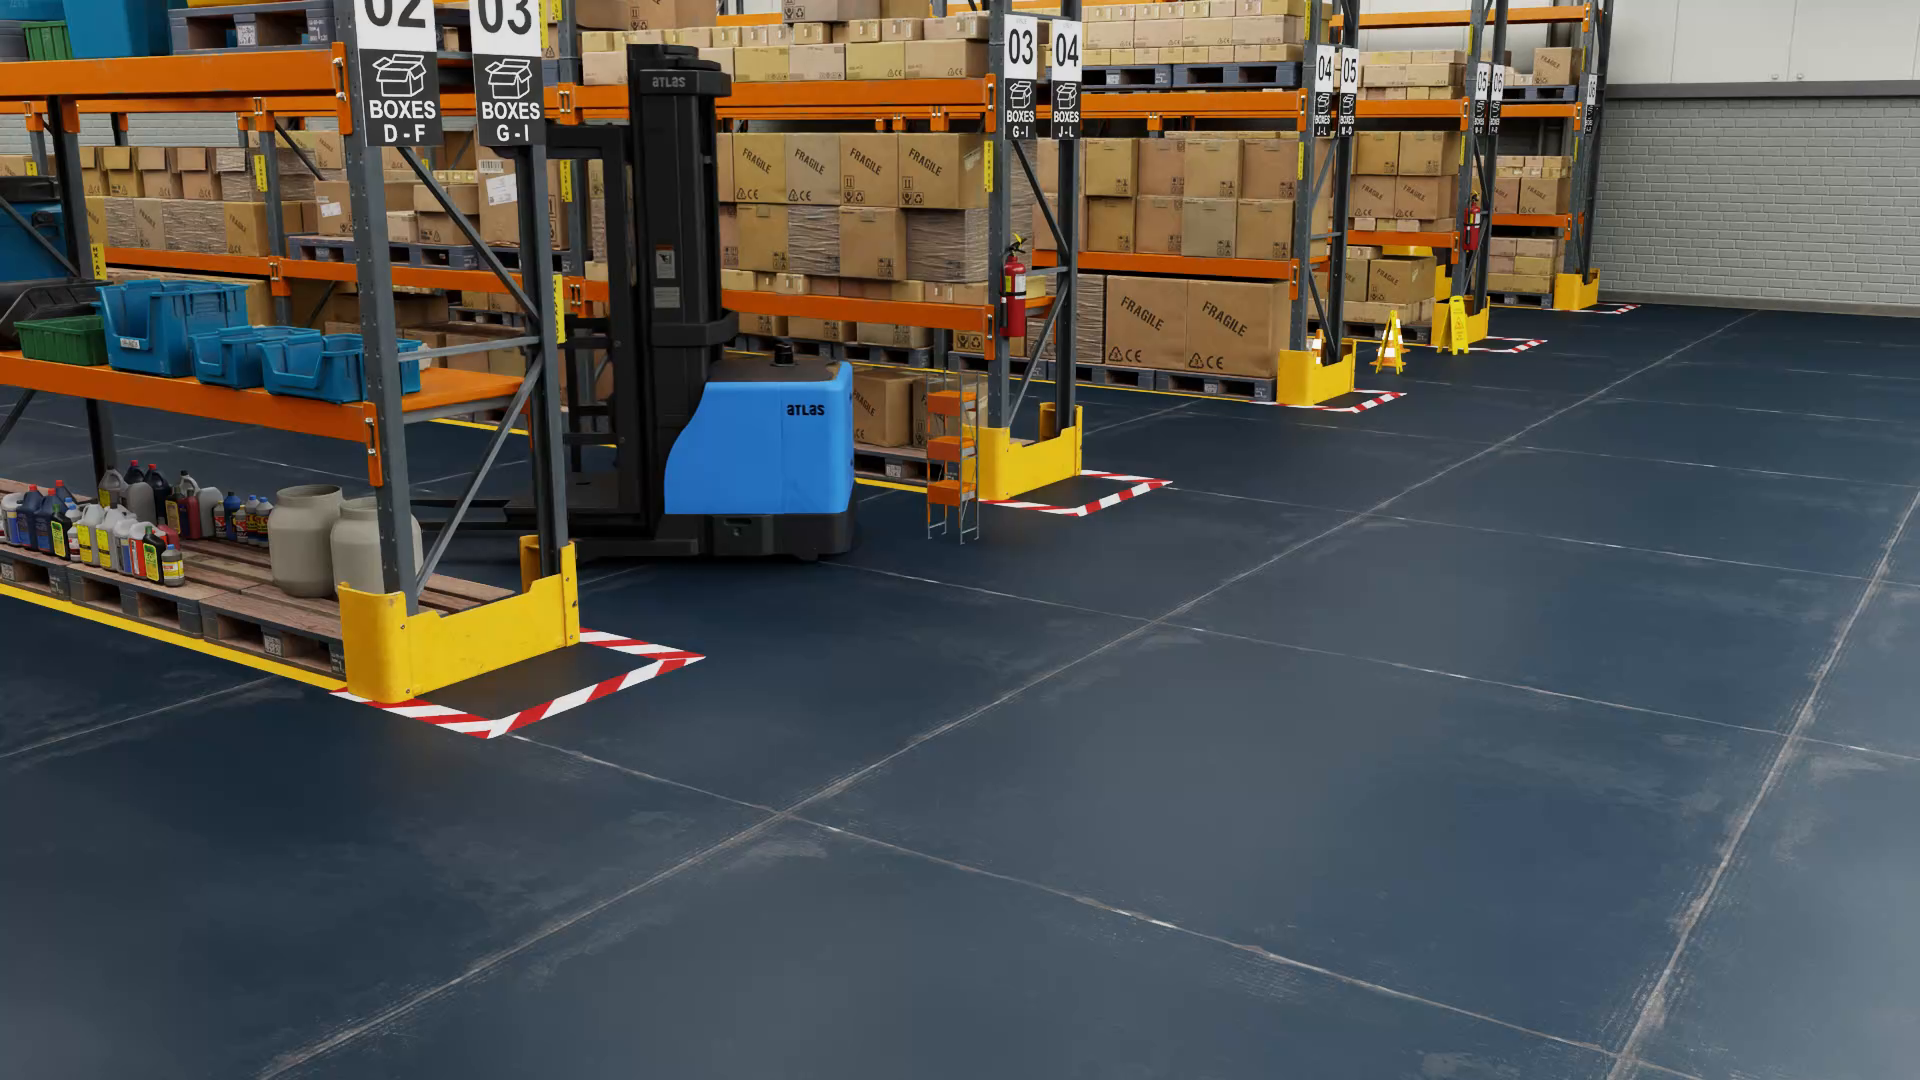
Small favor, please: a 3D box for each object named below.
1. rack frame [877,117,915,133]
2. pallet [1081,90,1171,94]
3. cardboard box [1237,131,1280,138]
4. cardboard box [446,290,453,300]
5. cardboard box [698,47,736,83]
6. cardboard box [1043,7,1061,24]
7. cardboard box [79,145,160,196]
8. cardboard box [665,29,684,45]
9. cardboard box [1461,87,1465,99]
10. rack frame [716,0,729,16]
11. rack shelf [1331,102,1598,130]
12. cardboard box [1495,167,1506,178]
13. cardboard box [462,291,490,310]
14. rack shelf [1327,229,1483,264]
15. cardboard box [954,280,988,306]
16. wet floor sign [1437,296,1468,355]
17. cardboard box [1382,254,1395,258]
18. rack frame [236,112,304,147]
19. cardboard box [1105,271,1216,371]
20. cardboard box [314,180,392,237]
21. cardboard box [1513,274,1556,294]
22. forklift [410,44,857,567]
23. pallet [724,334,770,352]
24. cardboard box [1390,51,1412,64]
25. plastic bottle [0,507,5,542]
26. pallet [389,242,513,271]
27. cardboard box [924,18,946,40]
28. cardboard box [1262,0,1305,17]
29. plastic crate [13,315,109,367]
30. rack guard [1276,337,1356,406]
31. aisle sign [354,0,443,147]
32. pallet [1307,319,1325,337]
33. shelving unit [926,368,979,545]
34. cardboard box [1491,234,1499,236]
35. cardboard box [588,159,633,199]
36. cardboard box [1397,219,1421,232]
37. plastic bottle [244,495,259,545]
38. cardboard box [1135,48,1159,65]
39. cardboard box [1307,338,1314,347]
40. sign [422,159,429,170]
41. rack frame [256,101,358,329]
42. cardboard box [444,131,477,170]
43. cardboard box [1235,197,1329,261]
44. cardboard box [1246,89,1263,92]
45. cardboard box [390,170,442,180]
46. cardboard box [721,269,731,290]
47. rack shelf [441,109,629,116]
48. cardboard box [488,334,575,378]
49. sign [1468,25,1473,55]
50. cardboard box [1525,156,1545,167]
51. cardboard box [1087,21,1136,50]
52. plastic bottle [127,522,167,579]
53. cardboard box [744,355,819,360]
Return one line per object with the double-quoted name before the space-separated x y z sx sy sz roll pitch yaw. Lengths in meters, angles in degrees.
"rack frame" -1.144 -6.424 30.032 0.127 3.000 1.000 9 17 33
"pallet" 2.275 -5.830 21.780 1.003 0.211 1.213 9 17 33
"cardboard box" 3.785 -4.791 20.529 0.500 0.500 0.700 9 16 32
"cardboard box" -6.933 -3.402 22.882 0.250 0.149 0.380 10 17 34
"cardboard box" -1.725 -3.518 12.363 0.500 0.250 0.500 8 16 31
"cardboard box" 1.008 -5.081 16.146 0.250 0.149 0.380 9 17 33
"cardboard box" -8.907 -3.909 17.578 0.637 0.503 0.797 9 16 31
"cardboard box" -2.006 -3.770 12.549 0.250 0.149 0.380 10 17 34
"cardboard box" 5.952 -5.268 19.642 0.250 0.149 0.380 9 17 33
"rack frame" -3.911 -8.346 25.311 0.127 3.000 1.000 9 17 33
"rack shelf" 7.154 -6.190 24.341 4.000 0.370 1.077 9 17 33
"cardboard box" 7.760 -5.280 23.851 0.250 0.149 0.380 9 17 32
"cardboard box" -6.124 -3.272 21.626 0.500 0.500 0.500 10 17 35
"rack shelf" 4.387 -3.744 20.701 4.000 0.370 1.077 9 17 33
"cardboard box" 0.164 -1.724 11.567 0.250 0.149 0.380 9 17 33
"wet floor sign" 5.607 -2.443 18.849 0.267 0.644 0.232 -10 17 -35
"cardboard box" 5.075 -3.293 20.673 0.500 0.500 0.500 8 16 31
"rack frame" -9.909 -4.970 24.157 0.127 3.000 1.000 9 17 33
"cardboard box" 2.037 -2.192 16.483 0.875 0.875 0.875 9 16 32
"cardboard box" -5.652 -3.109 15.560 0.500 0.500 0.500 7 15 26
"cardboard box" 8.247 -3.684 23.811 0.500 0.250 0.500 9 17 33
"forklift" -2.169 -1.393 9.850 3.031 2.935 1.130 0 14 -1
"pallet" -2.658 -2.423 19.670 1.213 0.211 1.003 9 17 33
"cardboard box" 5.186 -5.605 19.344 0.250 0.149 0.380 9 16 32
"plastic bottle" -5.379 -0.095 9.374 0.097 0.201 0.097 0 14 0
"pallet" -4.457 -2.571 14.866 1.213 0.211 1.003 9 17 33
"cardboard box" -0.039 -3.459 11.293 0.250 0.149 0.380 9 16 31
"cardboard box" 2.899 -4.775 14.910 0.250 0.149 0.380 9 17 33
"plastic crate" -4.599 -1.056 8.789 0.662 0.188 0.450 9 17 33
"rack guard" 3.388 -1.607 15.776 0.348 0.500 1.175 9 17 33
"aisle sign" -2.355 -2.054 6.969 0.004 0.787 0.394 9 17 33
"pallet" 4.321 -2.761 21.037 1.213 0.211 1.003 9 17 33
"shelving unit" -0.044 -0.517 10.226 0.252 1.050 0.215 9 17 33
"cardboard box" 7.695 -4.407 24.651 0.500 0.250 0.500 9 17 32
"cardboard box" -2.572 -2.952 13.099 0.500 0.500 0.500 9 17 33
"cardboard box" 5.345 -3.722 19.639 0.250 0.149 0.380 9 16 32
"plastic bottle" -3.947 -0.115 9.307 0.097 0.271 0.097 0 14 0
"cardboard box" 1.849 -4.558 15.692 0.250 0.149 0.380 9 17 33
"cardboard box" 3.832 -2.214 18.956 0.380 0.149 0.250 -7 15 -25
"sign" -6.886 -4.744 21.445 0.005 0.325 0.100 9 17 33
"rack frame" -6.123 -2.922 15.883 0.127 3.000 1.000 9 17 33
"cardboard box" -6.828 -5.221 22.263 0.500 0.500 0.500 10 17 34
"cardboard box" 3.035 -2.938 15.636 0.550 0.550 0.875 9 17 33
"cardboard box" 3.704 -5.467 20.448 0.250 0.149 0.380 9 16 31
"cardboard box" -7.149 -4.635 21.977 0.500 0.500 0.500 9 17 33
"cardboard box" -1.742 -2.012 12.730 0.250 0.149 0.380 9 17 33
"rack shelf" -4.930 -5.272 20.633 4.000 0.370 1.077 9 17 33
"cardboard box" -3.686 -1.540 14.587 0.500 0.500 0.700 9 17 32
"sign" 5.720 -5.602 18.628 0.005 0.325 0.100 9 17 33
"cardboard box" 8.177 -5.356 23.538 0.250 0.149 0.380 9 17 33
"cardboard box" 1.557 -4.816 15.906 0.500 0.250 0.500 9 17 33
"plastic bottle" -4.211 0.049 8.634 0.135 0.276 0.152 9 17 33
"cardboard box" -1.455 -1.171 13.140 0.500 0.500 0.500 8 16 28
